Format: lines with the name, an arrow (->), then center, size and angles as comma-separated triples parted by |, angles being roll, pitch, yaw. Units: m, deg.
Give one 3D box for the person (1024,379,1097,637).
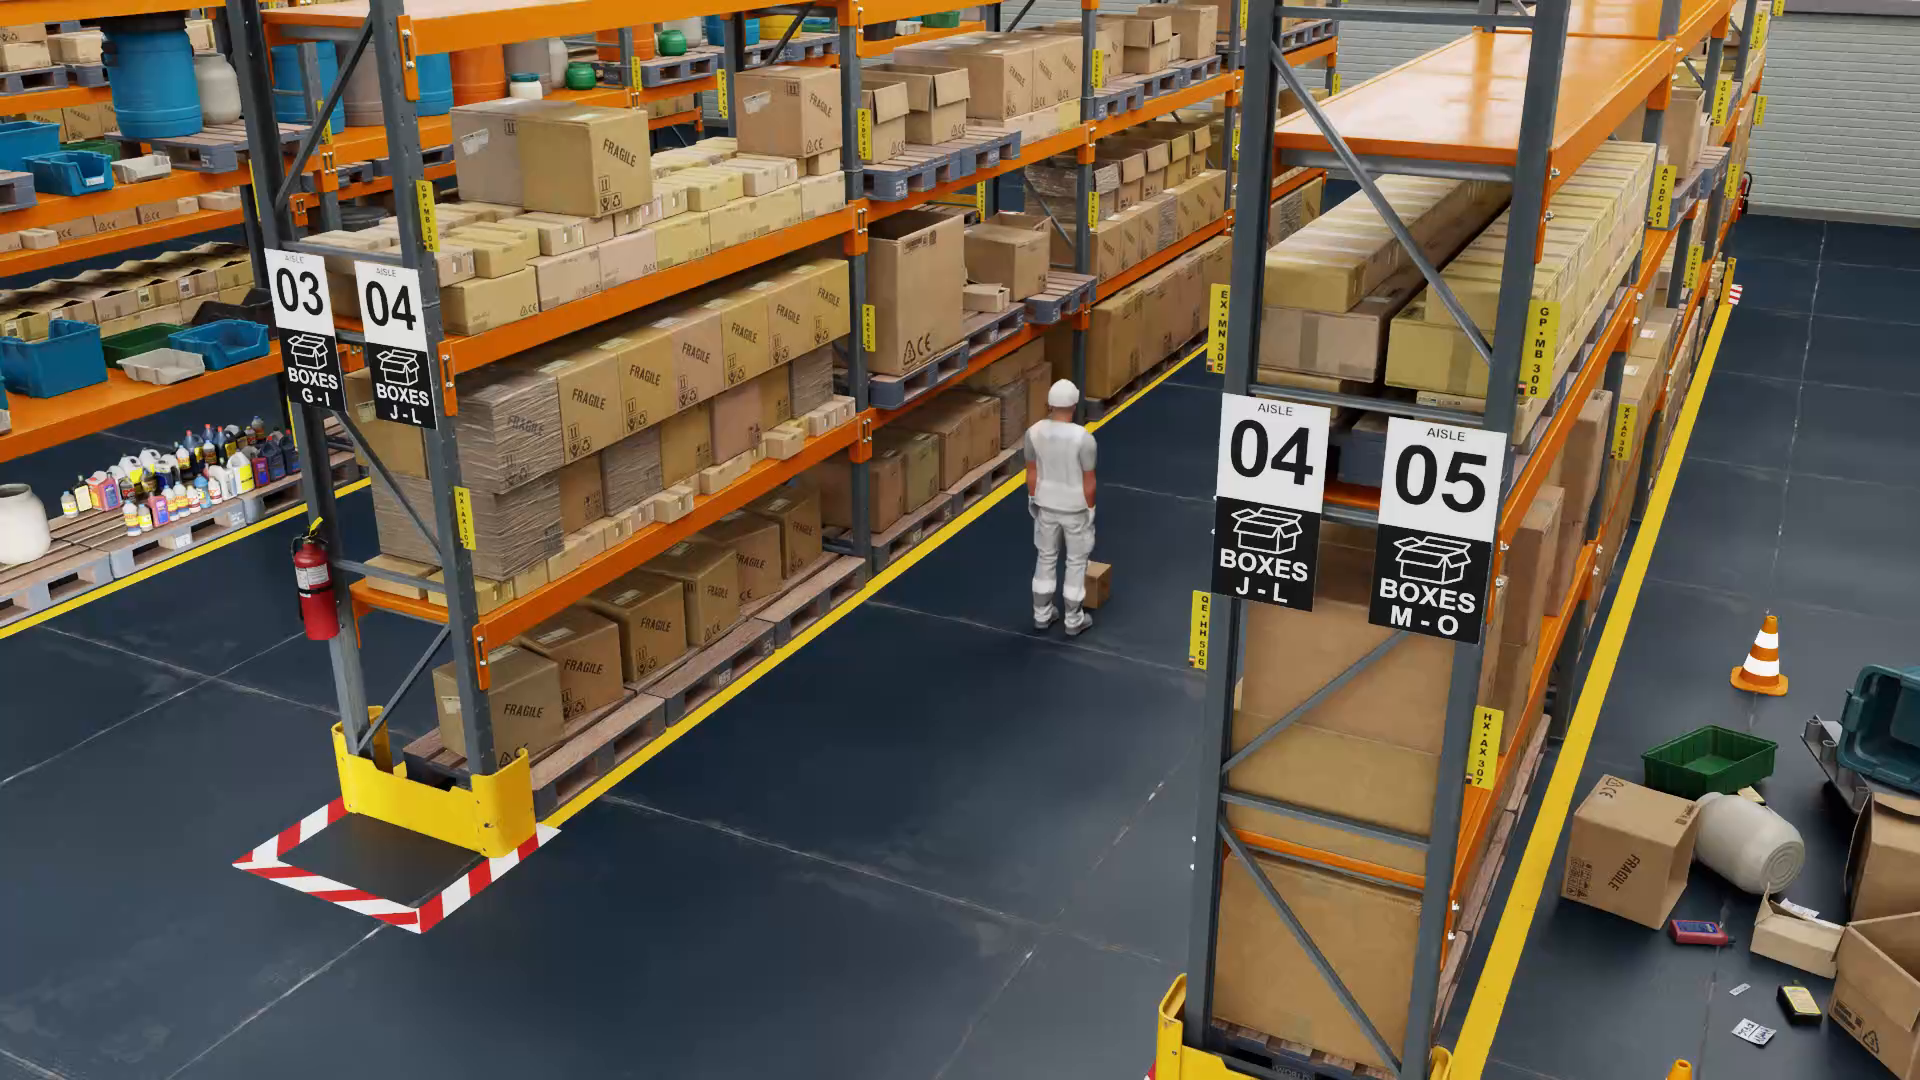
person -> 0.692, -0.230, 11.280 | 0.524, 1.785, 0.340 | 12, 25, 26
